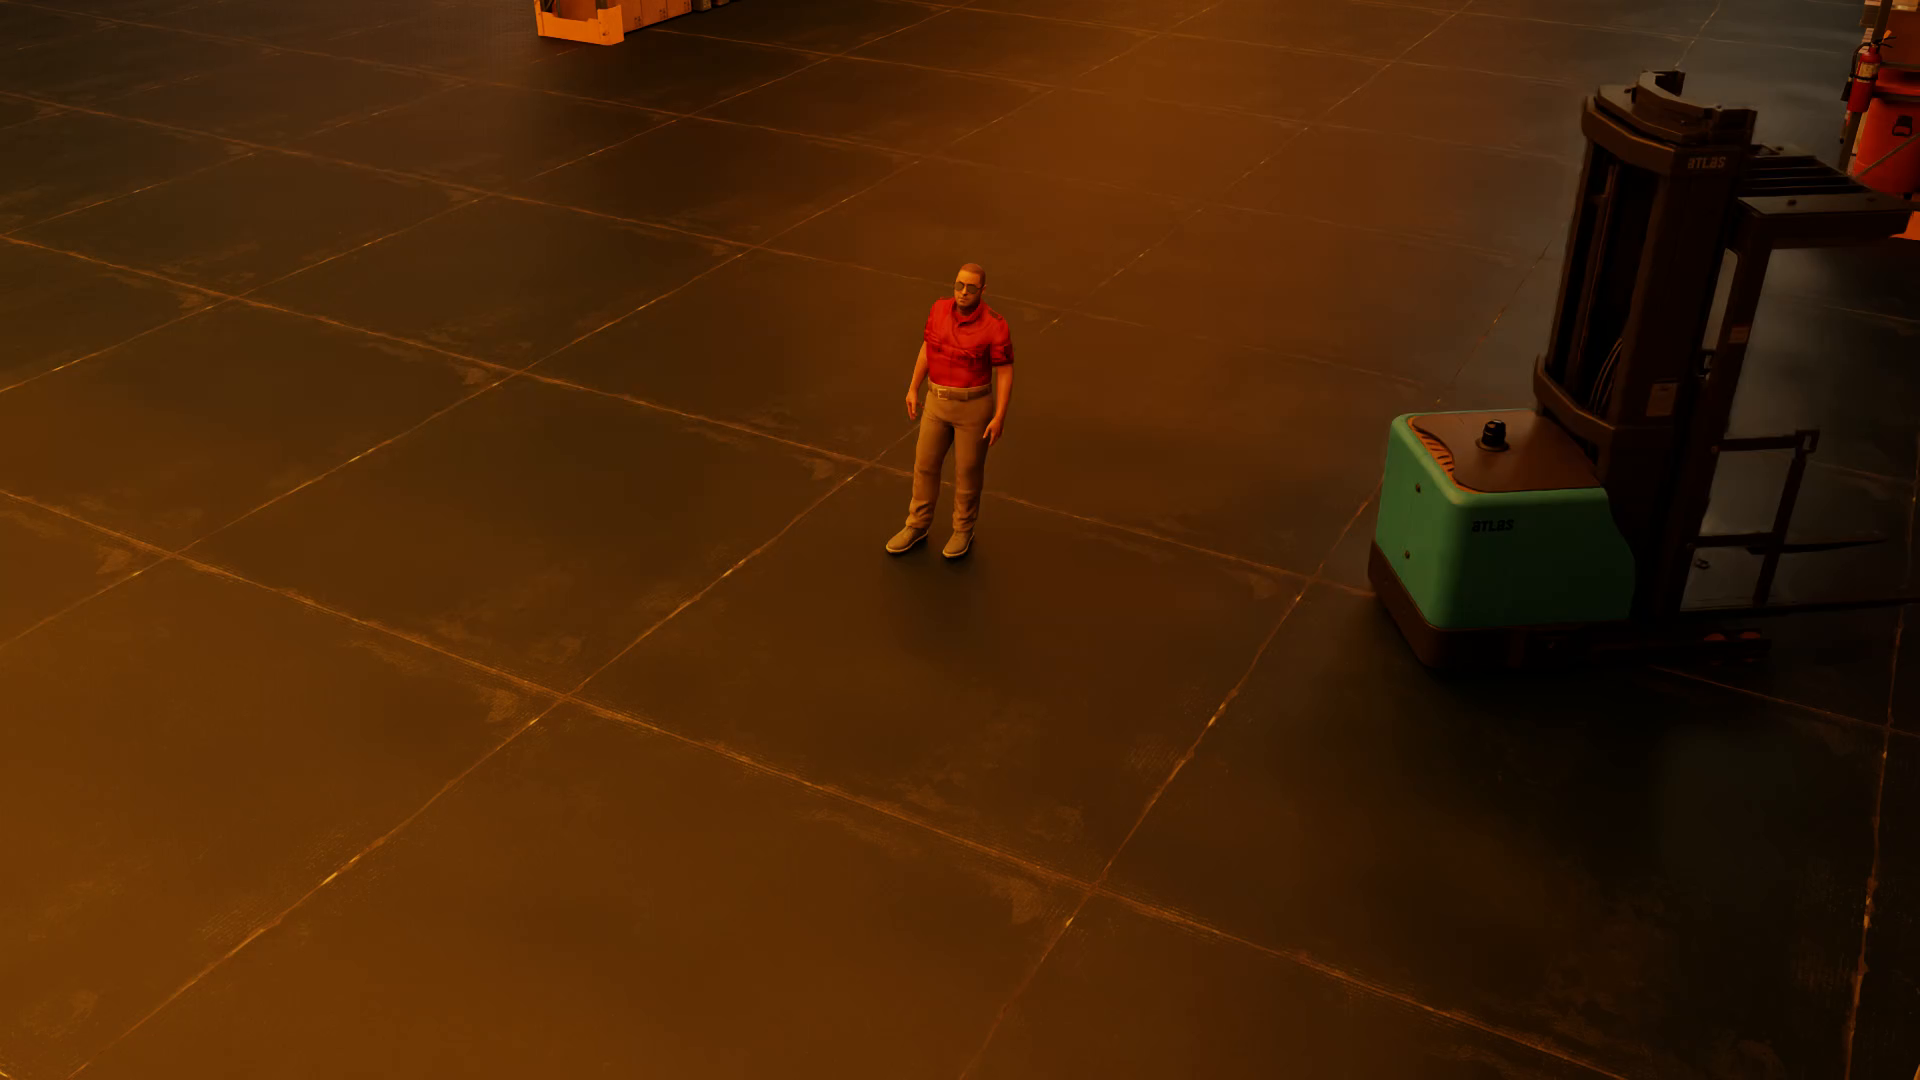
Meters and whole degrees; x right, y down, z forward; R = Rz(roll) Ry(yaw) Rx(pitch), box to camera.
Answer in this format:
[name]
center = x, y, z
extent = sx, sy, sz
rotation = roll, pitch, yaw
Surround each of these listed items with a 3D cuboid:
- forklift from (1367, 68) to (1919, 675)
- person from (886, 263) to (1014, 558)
[forklift]
center = 3.880, -0.867, 8.572
extent = 3.031, 2.935, 1.130
rotation = -3, 30, -5
[person]
center = -0.054, -0.719, 9.504
extent = 0.640, 1.727, 0.551
rotation = 15, 33, 25
